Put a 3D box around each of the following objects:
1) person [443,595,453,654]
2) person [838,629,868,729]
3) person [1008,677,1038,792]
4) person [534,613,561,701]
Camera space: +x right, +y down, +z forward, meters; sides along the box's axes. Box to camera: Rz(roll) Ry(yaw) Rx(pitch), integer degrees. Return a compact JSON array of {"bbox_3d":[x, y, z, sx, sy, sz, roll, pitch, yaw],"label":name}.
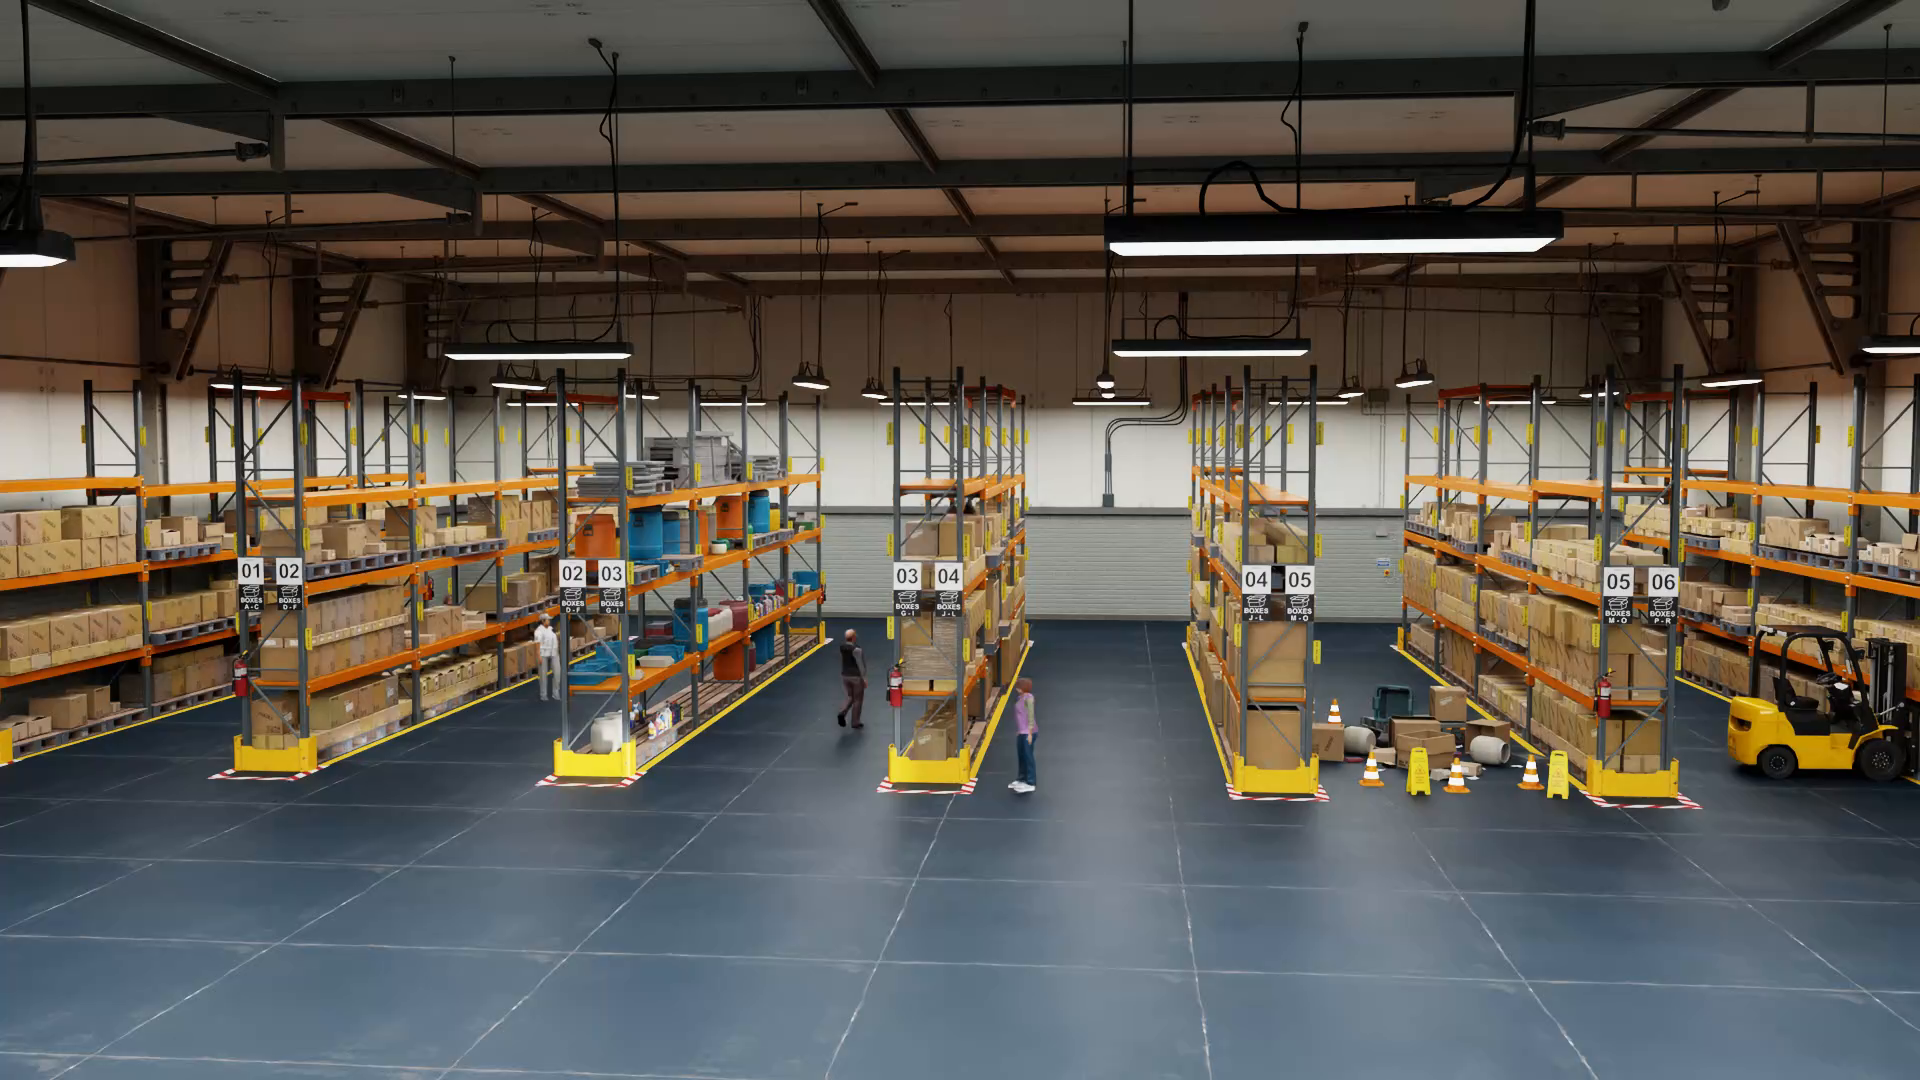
[{"bbox_3d":[-11.096,1.973,36.108,0.392,1.556,0.823,0,4,4],"label":"person"},{"bbox_3d":[-1.845,2.368,28.409,0.549,1.706,0.524,3,5,39],"label":"person"},{"bbox_3d":[0.893,2.741,23.497,0.385,1.588,0.459,-1,4,-20],"label":"person"},{"bbox_3d":[-7.852,2.242,31.616,0.508,1.710,0.451,-2,4,-35],"label":"person"}]
